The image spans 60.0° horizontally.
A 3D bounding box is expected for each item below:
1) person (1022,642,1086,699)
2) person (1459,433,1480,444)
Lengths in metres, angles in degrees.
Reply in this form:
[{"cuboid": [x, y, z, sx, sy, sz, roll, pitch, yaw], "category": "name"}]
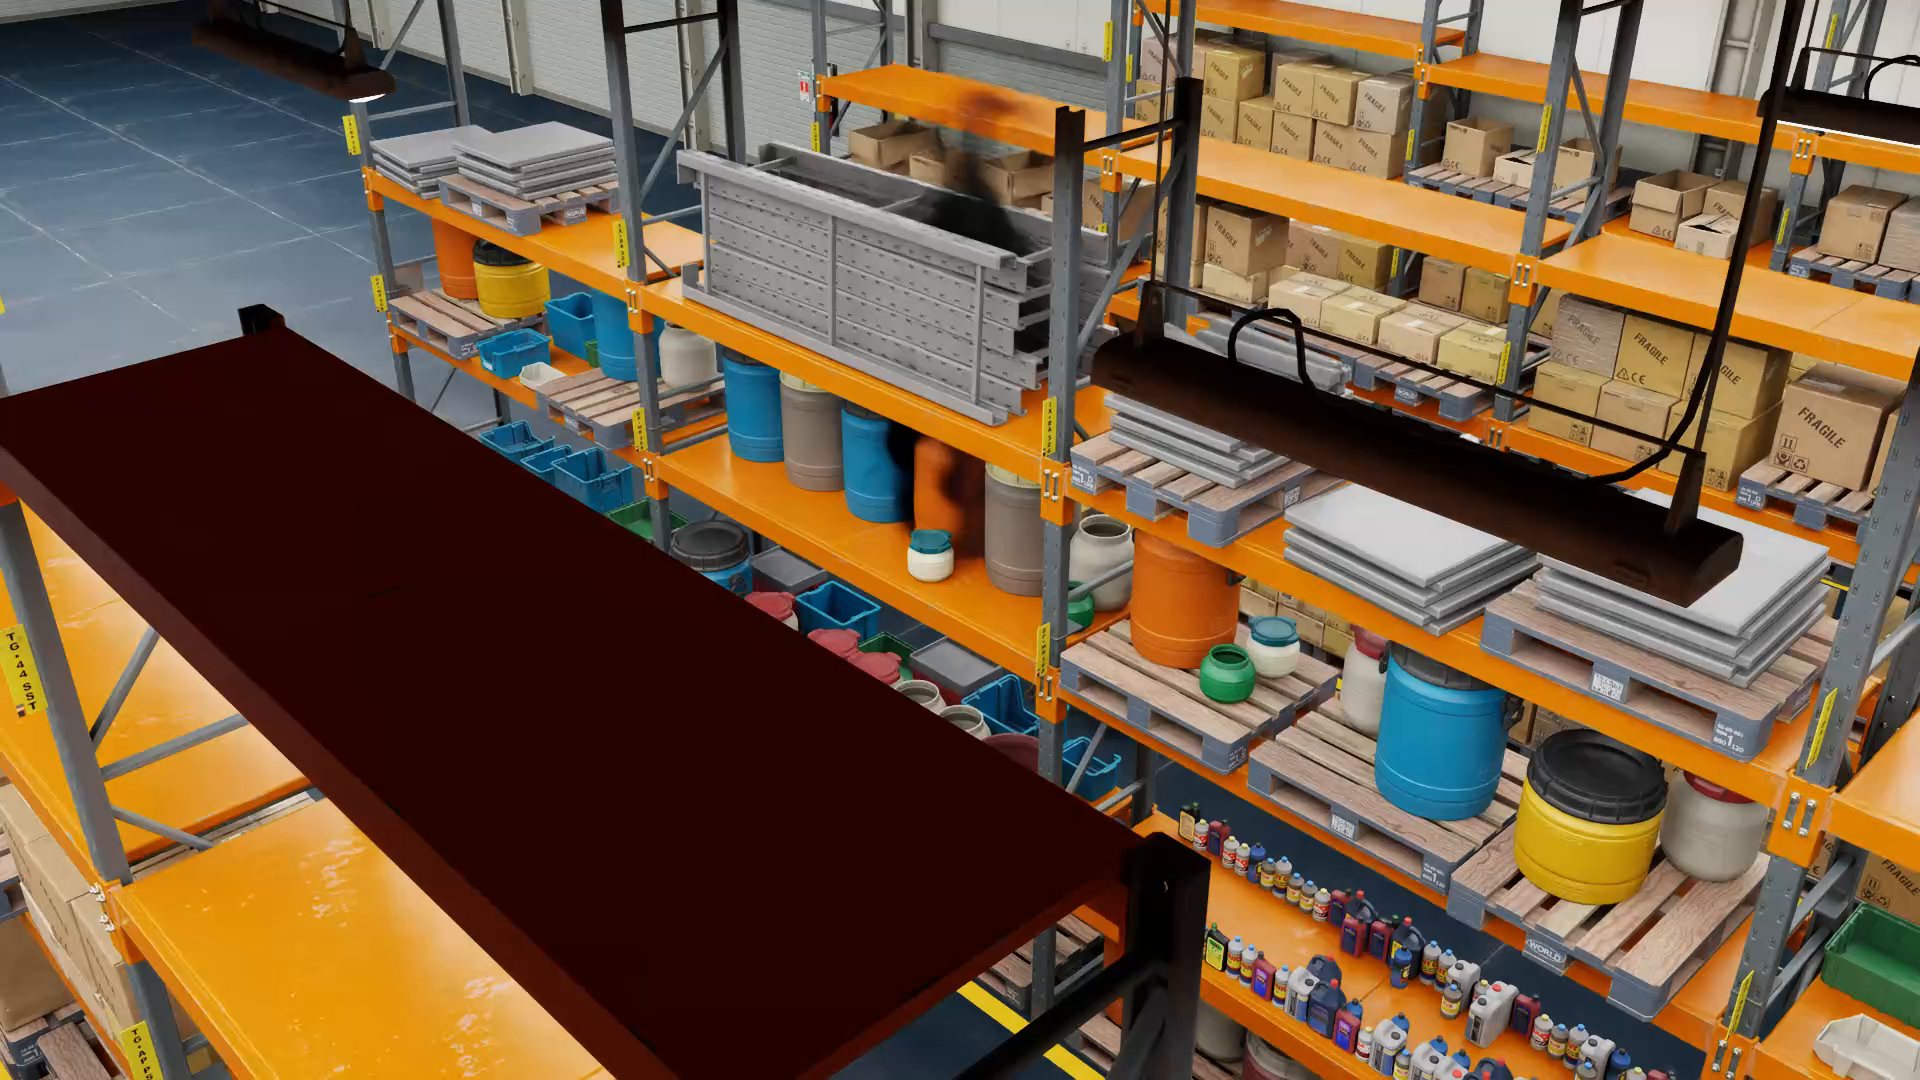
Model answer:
[{"cuboid": [0.940, 0.715, 13.801, 0.918, 1.693, 0.599, 15, 31, 25], "category": "person"}, {"cuboid": [4.899, -0.090, 15.296, 1.053, 1.731, 0.706, 23, 36, 36], "category": "person"}]
